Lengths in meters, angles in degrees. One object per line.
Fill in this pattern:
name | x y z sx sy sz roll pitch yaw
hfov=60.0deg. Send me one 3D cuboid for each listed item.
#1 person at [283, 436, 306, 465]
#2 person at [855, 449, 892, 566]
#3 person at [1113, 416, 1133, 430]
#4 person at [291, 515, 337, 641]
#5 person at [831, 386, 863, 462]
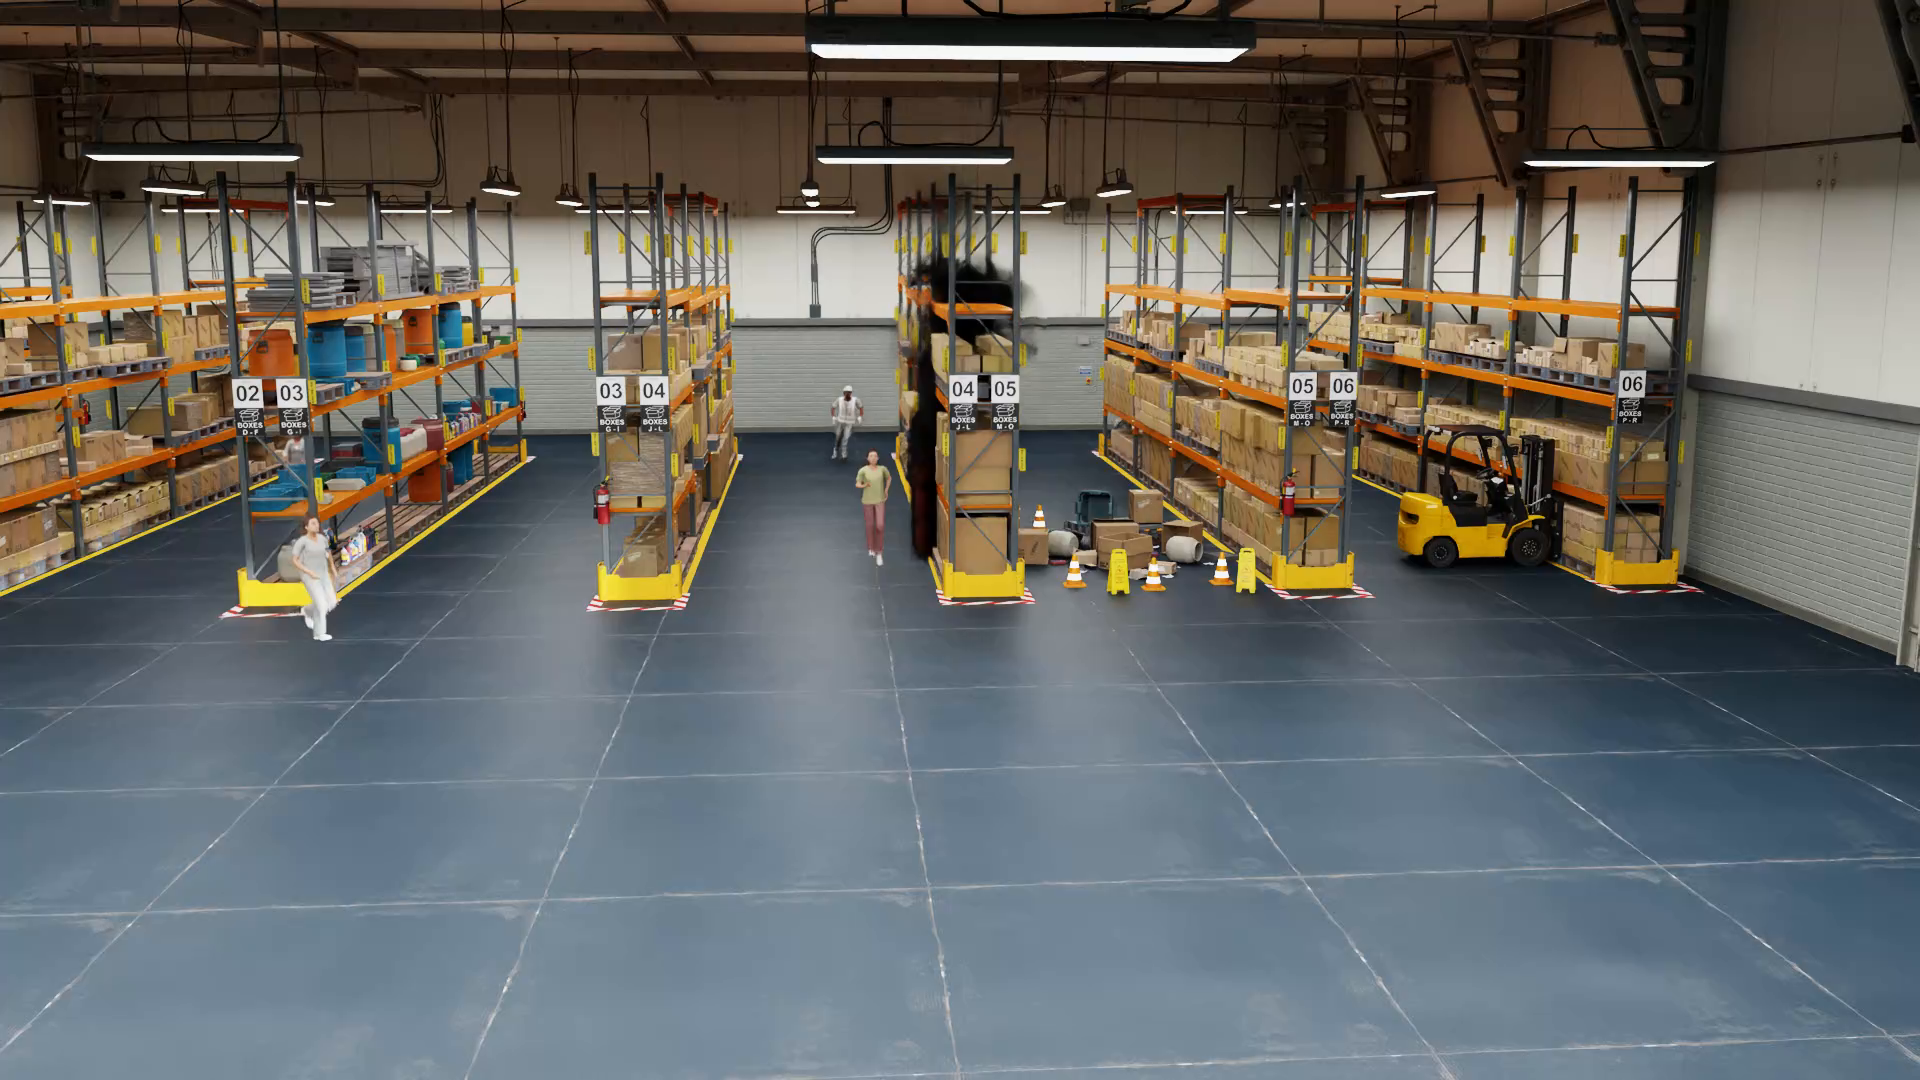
person | -12.822 -1.400 32.230 0.549 1.529 0.556 -3 11 -18
person | -1.303 -0.509 25.216 0.558 1.758 0.652 -1 10 -5
person | 4.113 -3.095 41.634 0.697 1.681 0.647 8 13 38
person | -8.314 0.477 21.331 0.601 1.615 0.609 5 11 28
person | -2.667 -2.724 38.934 0.785 1.771 0.971 0 10 2
